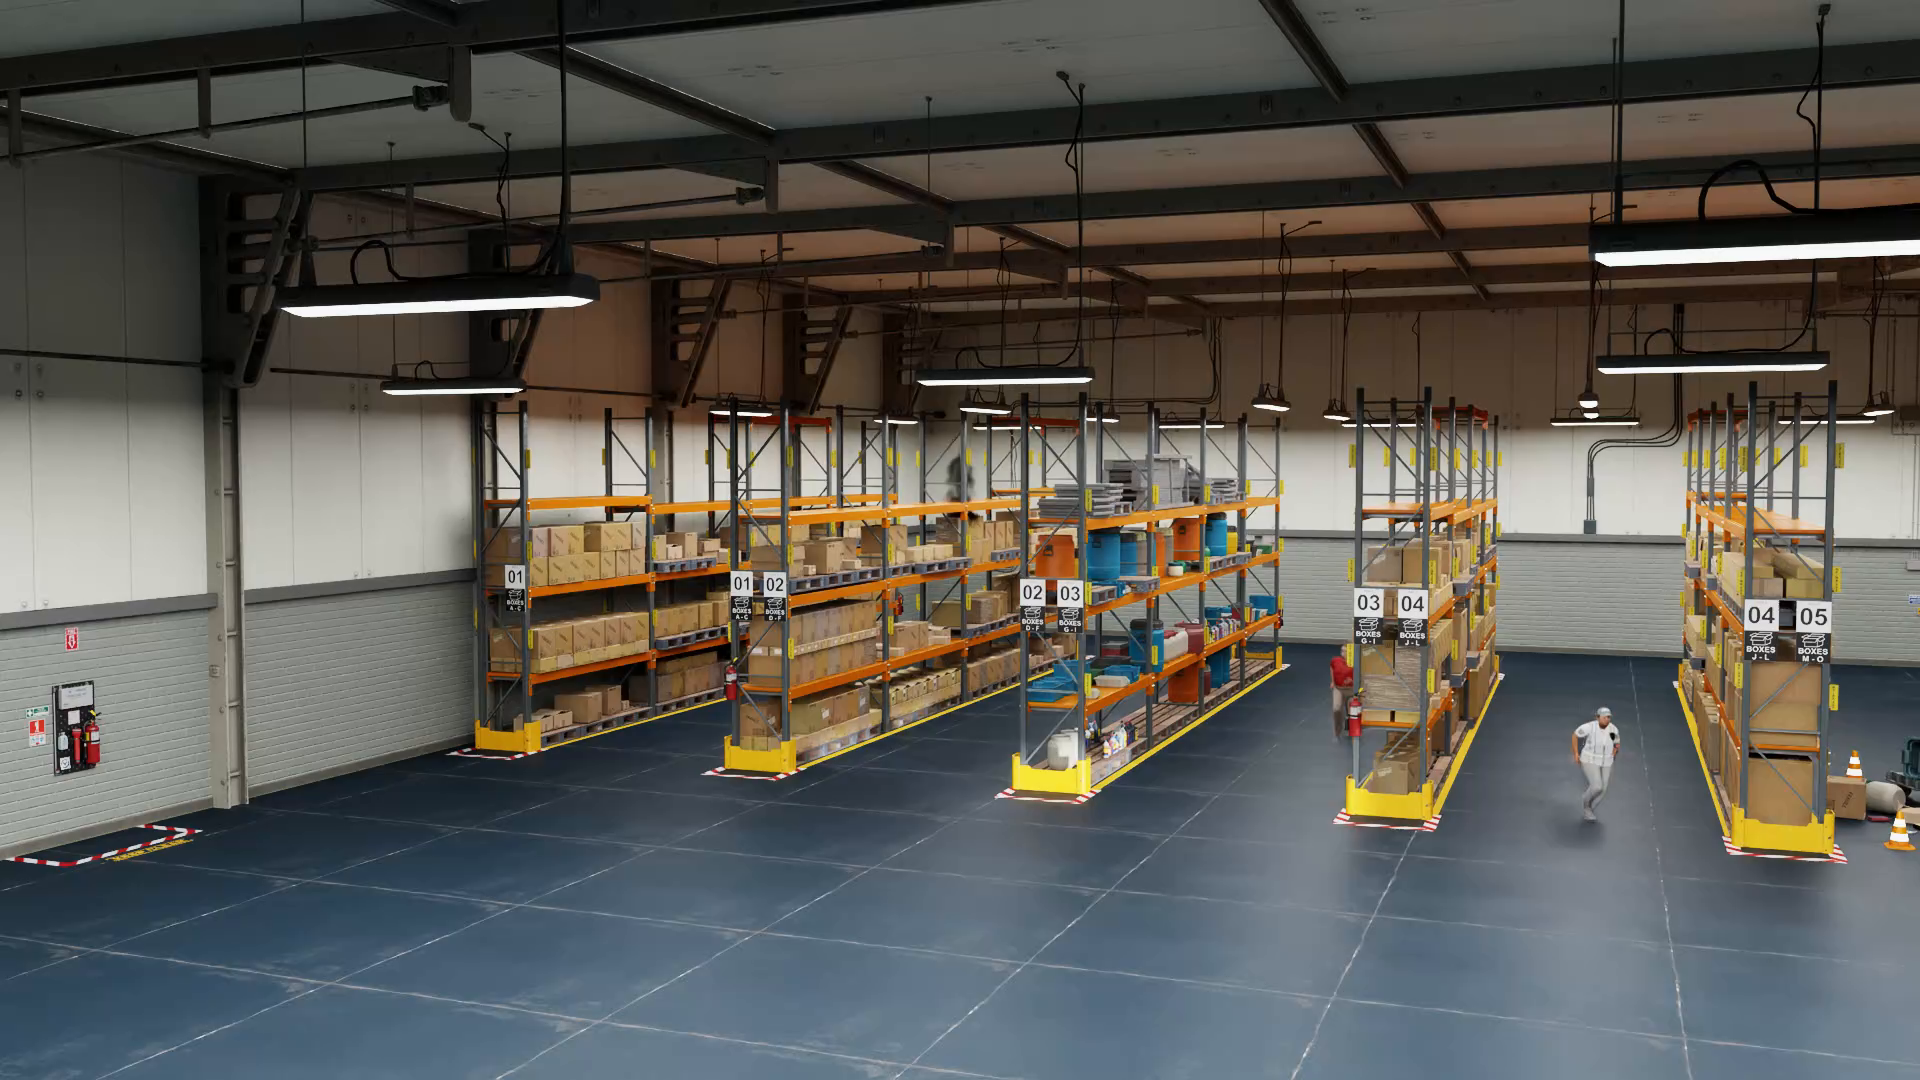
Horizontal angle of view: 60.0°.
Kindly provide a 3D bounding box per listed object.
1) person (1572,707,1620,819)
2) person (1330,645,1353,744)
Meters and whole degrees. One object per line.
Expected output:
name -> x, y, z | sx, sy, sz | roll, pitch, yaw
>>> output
person -> 8.759, 3.073, 22.819 | 0.564, 1.588, 0.705 | 0, 3, -9
person -> 6.840, 2.731, 29.481 | 0.573, 1.779, 0.897 | 1, 3, 18
